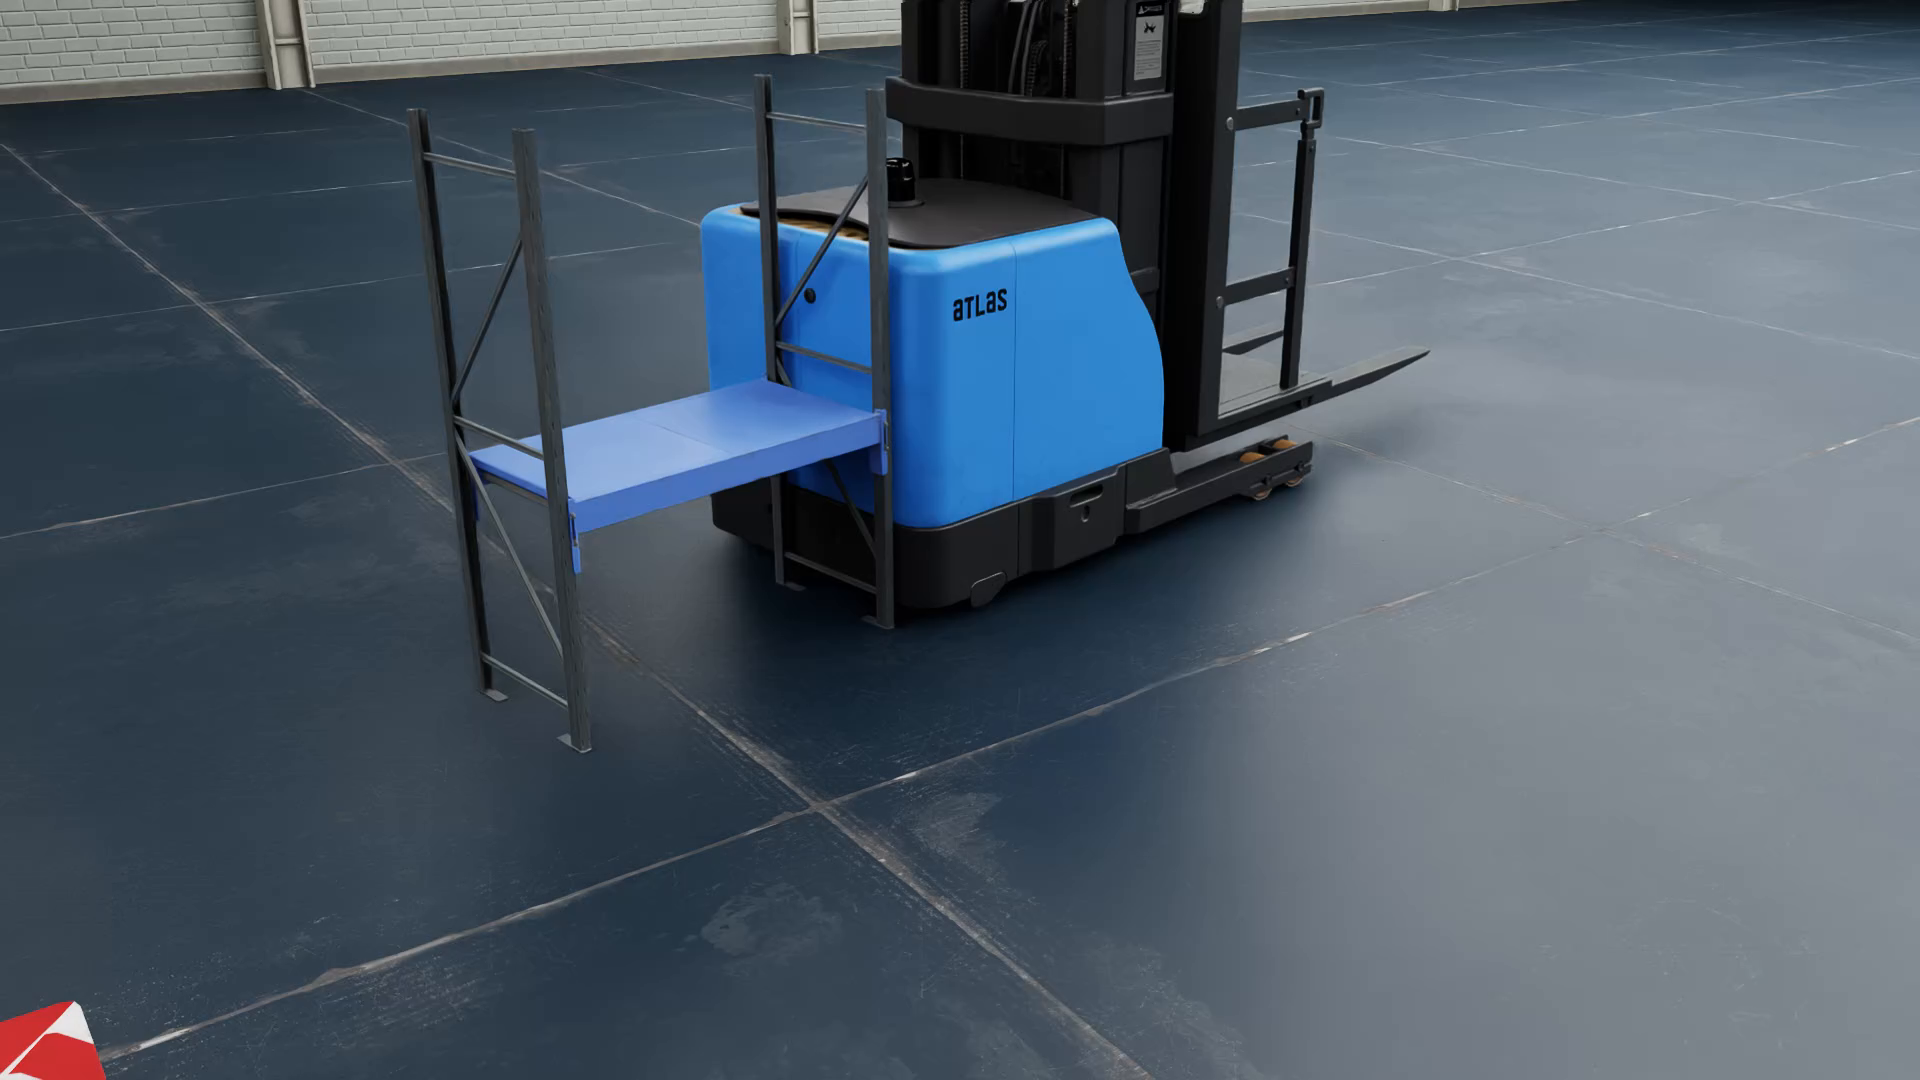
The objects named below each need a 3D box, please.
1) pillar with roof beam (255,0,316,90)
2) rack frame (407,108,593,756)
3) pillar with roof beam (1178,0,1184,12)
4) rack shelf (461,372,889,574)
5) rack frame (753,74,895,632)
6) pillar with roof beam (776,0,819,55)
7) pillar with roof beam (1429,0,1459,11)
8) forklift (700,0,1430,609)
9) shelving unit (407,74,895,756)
[{"bbox_3d":[-4.325,-7.522,12.105,0.400,9.000,9.100,-15,26,-33],"label":"pillar with roof beam"},{"bbox_3d":[-1.092,-0.237,3.968,0.500,1.500,0.032,20,29,41],"label":"rack frame"},{"bbox_3d":[5.416,-10.119,18.614,0.400,9.000,9.100,-15,26,-33],"label":"pillar with roof beam"},{"bbox_3d":[-0.734,-0.204,4.369,0.538,0.185,1.000,20,29,41],"label":"rack shelf"},{"bbox_3d":[-0.375,-0.504,4.636,0.500,1.500,0.032,20,29,41],"label":"rack frame"},{"bbox_3d":[0.545,-8.821,15.360,0.400,9.000,9.100,-15,26,-33],"label":"pillar with roof beam"},{"bbox_3d":[10.286,-11.418,21.869,0.400,9.000,9.100,-15,26,-33],"label":"pillar with roof beam"},{"bbox_3d":[0.601,-1.617,5.494,1.130,2.935,3.031,20,29,41],"label":"forklift"},{"bbox_3d":[-0.734,-0.371,4.302,0.538,1.500,1.048,20,29,41],"label":"shelving unit"}]
